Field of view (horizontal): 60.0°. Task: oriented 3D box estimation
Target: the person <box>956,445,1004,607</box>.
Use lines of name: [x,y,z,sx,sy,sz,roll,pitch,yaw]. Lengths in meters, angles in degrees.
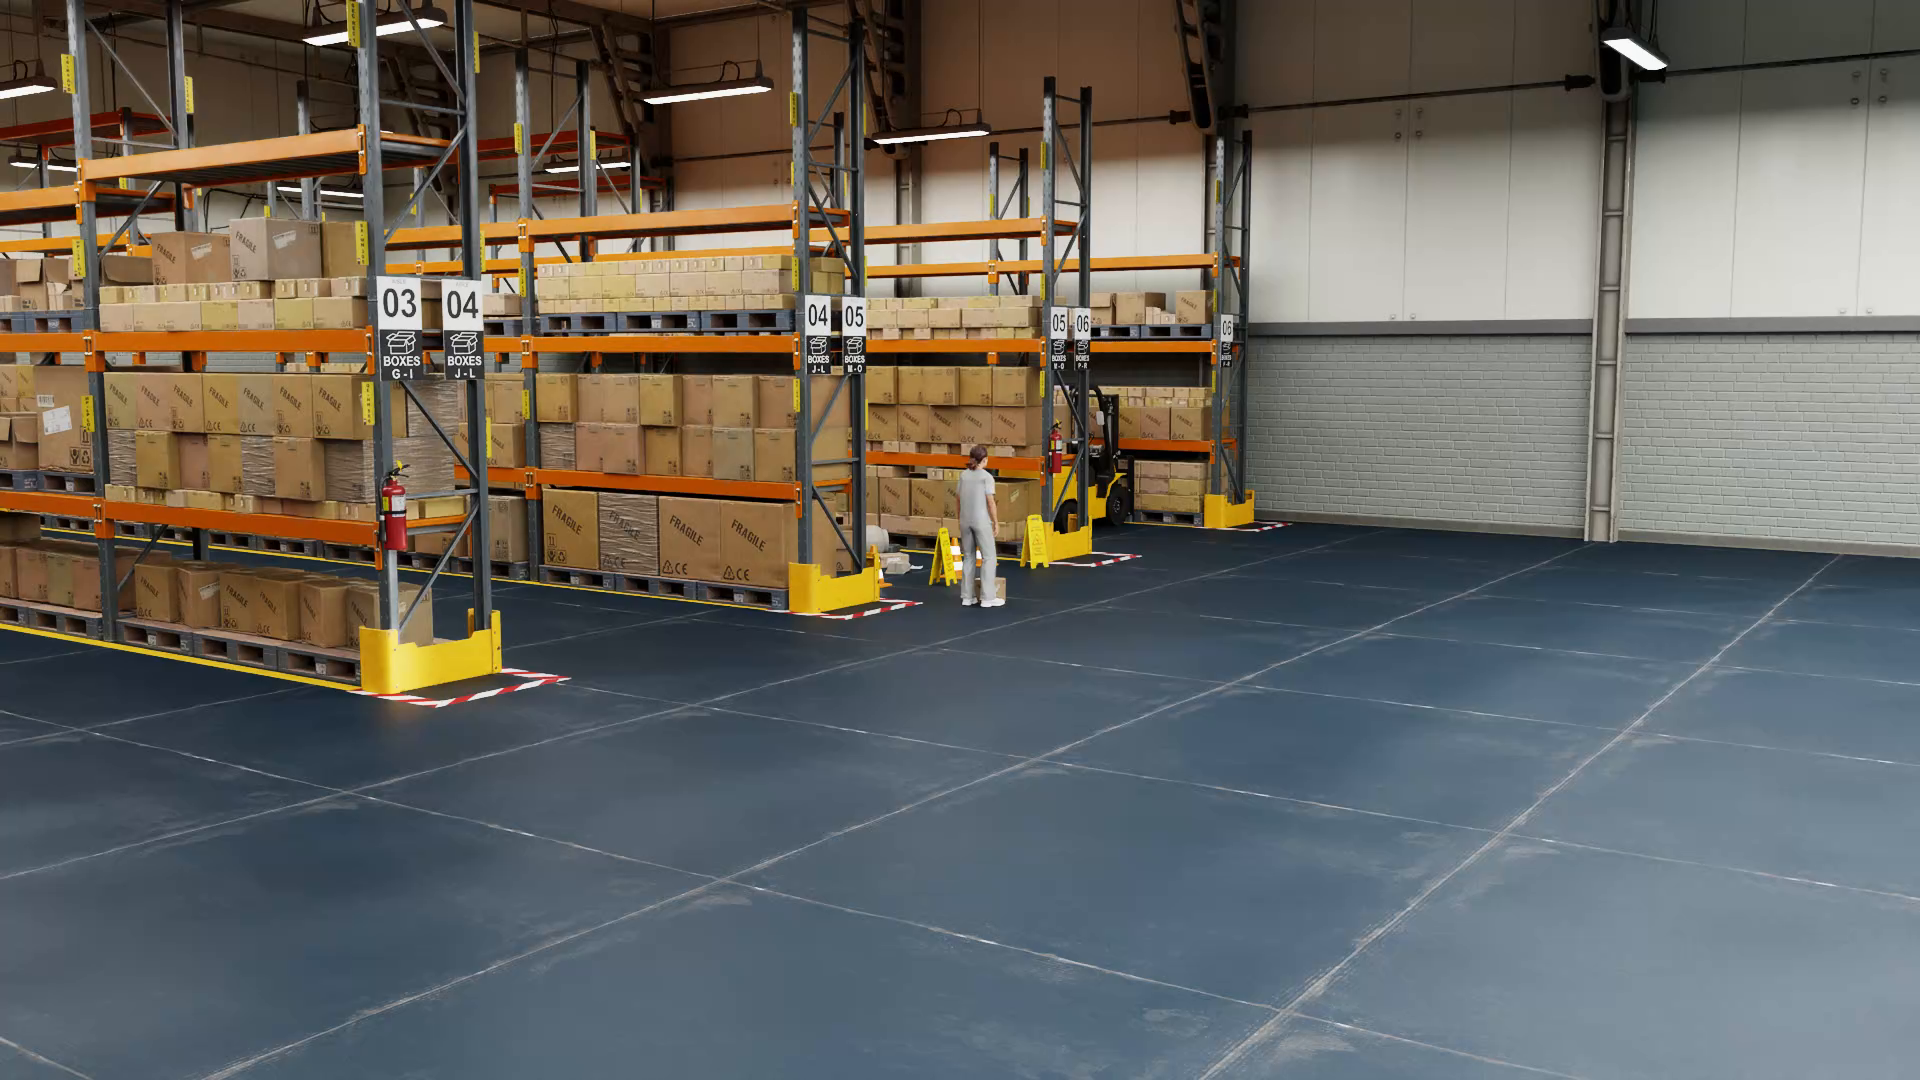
person: [0.184,-0.151,17.316,0.485,1.673,0.360,4,8,34]
